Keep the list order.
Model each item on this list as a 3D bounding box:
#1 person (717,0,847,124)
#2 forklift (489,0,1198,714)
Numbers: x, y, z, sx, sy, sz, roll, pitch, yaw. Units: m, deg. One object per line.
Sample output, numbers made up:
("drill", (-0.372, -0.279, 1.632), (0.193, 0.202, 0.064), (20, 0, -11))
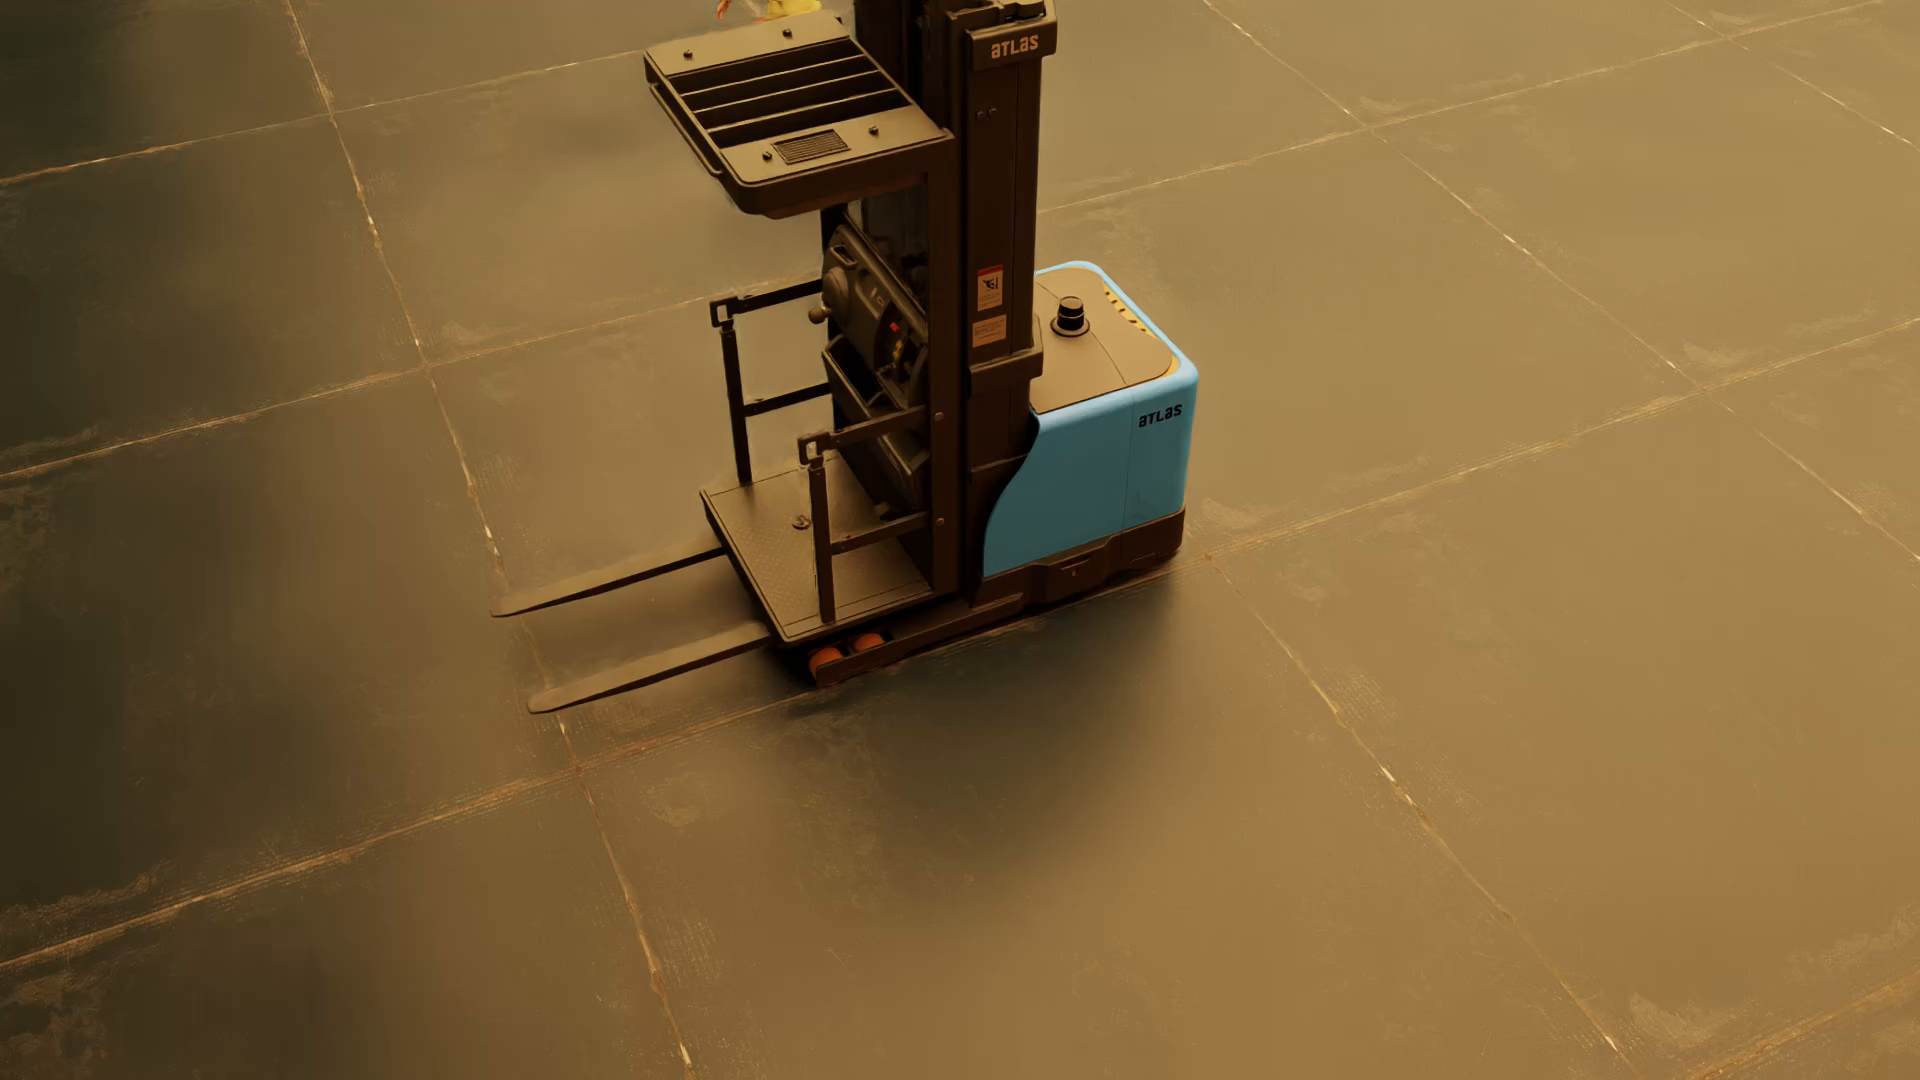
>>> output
("person", (-0.987, -3.220, 10.196), (1.039, 1.553, 0.501), (-17, 46, -18))
("forklift", (-0.529, -0.859, 6.601), (3.031, 2.935, 1.130), (-18, 46, -19))
